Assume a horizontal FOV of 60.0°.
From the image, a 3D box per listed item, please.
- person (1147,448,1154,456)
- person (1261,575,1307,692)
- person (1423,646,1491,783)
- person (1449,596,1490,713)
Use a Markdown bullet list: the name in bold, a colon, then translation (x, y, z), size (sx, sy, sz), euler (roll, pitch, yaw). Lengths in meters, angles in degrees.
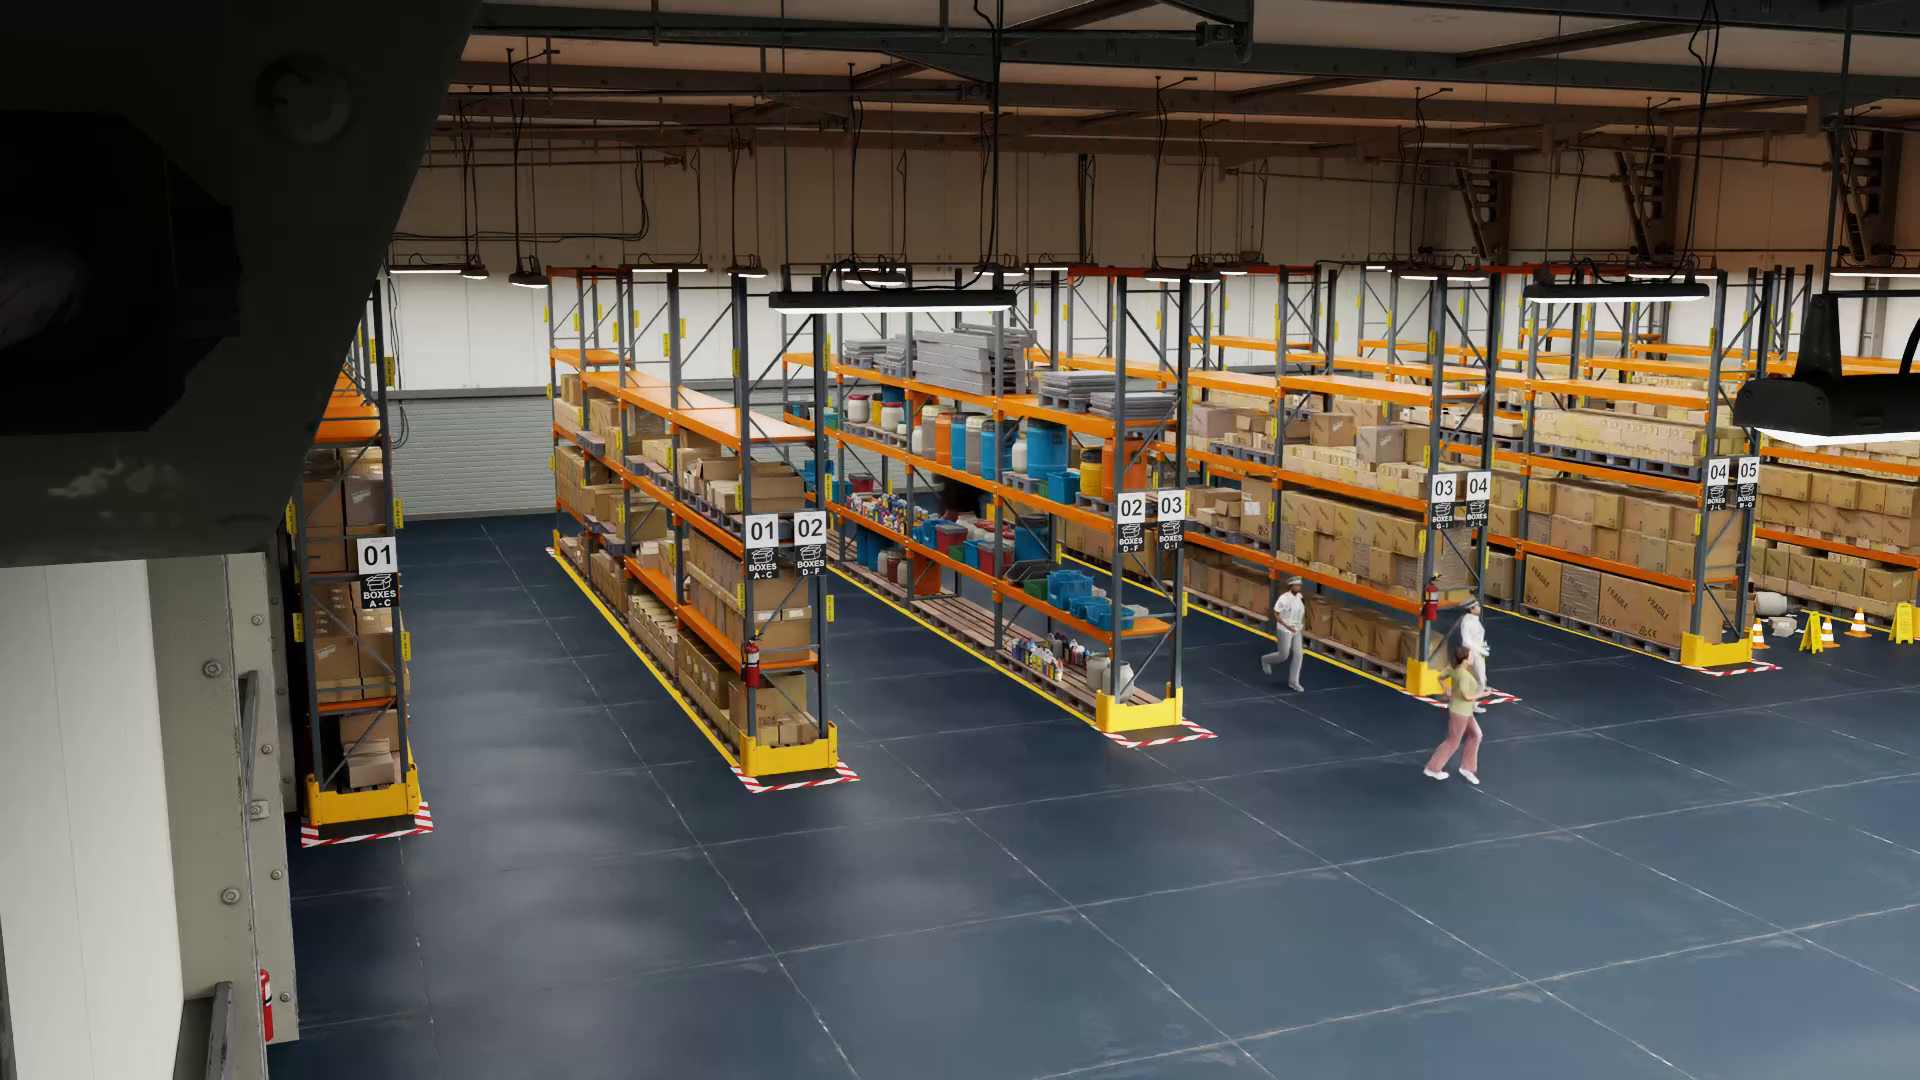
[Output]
- **person**: translation (4.532, -1.560, 40.966), size (0.584, 1.601, 0.799), euler (7, 12, 36)
- **person**: translation (4.787, 1.322, 24.334), size (0.599, 1.686, 0.854), euler (-7, 12, -36)
- **person**: translation (5.927, 2.105, 19.810), size (0.738, 1.725, 0.559), euler (1, 10, 7)
- **person**: translation (6.999, 1.567, 22.897), size (0.549, 1.645, 0.616), euler (2, 10, 12)
